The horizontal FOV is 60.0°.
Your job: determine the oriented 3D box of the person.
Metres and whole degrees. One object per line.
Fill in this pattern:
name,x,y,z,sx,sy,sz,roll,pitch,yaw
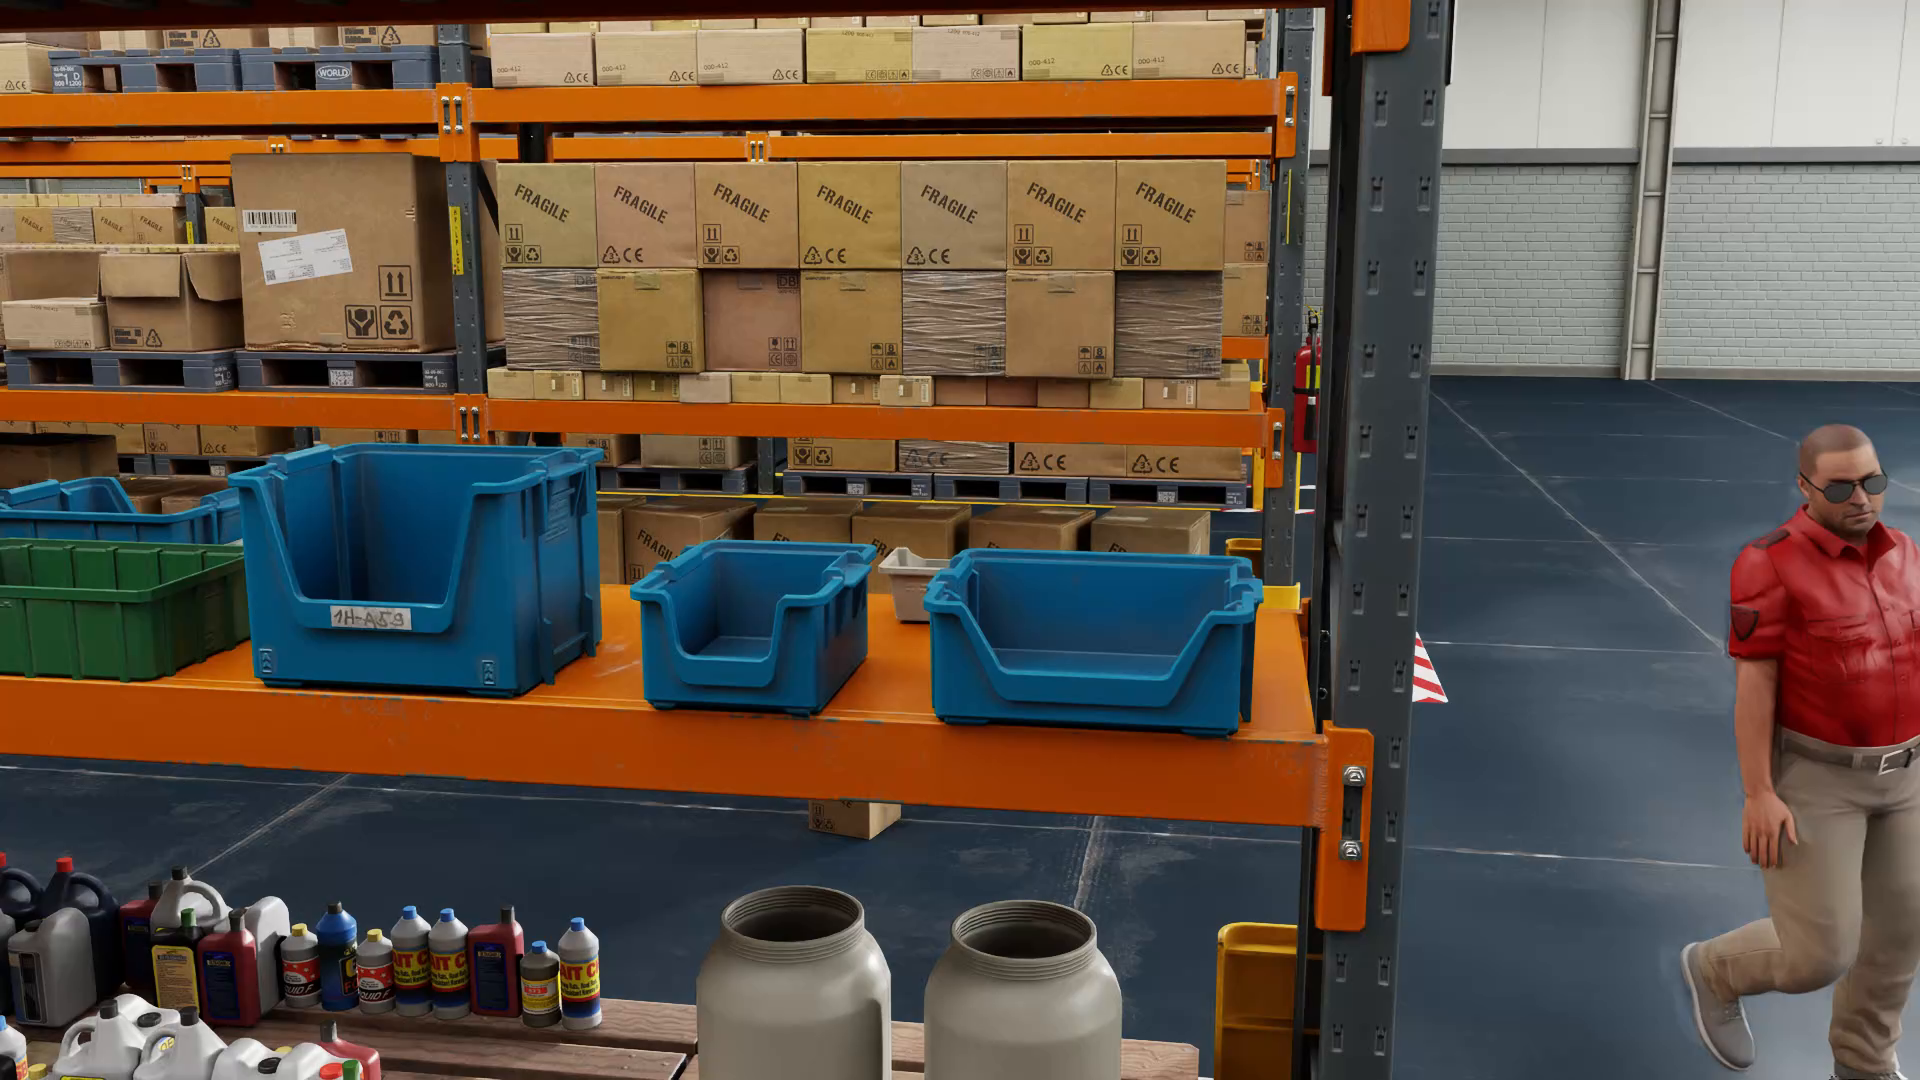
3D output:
person,2.068,0.565,4.003,0.549,1.705,0.582,-4,12,-19
